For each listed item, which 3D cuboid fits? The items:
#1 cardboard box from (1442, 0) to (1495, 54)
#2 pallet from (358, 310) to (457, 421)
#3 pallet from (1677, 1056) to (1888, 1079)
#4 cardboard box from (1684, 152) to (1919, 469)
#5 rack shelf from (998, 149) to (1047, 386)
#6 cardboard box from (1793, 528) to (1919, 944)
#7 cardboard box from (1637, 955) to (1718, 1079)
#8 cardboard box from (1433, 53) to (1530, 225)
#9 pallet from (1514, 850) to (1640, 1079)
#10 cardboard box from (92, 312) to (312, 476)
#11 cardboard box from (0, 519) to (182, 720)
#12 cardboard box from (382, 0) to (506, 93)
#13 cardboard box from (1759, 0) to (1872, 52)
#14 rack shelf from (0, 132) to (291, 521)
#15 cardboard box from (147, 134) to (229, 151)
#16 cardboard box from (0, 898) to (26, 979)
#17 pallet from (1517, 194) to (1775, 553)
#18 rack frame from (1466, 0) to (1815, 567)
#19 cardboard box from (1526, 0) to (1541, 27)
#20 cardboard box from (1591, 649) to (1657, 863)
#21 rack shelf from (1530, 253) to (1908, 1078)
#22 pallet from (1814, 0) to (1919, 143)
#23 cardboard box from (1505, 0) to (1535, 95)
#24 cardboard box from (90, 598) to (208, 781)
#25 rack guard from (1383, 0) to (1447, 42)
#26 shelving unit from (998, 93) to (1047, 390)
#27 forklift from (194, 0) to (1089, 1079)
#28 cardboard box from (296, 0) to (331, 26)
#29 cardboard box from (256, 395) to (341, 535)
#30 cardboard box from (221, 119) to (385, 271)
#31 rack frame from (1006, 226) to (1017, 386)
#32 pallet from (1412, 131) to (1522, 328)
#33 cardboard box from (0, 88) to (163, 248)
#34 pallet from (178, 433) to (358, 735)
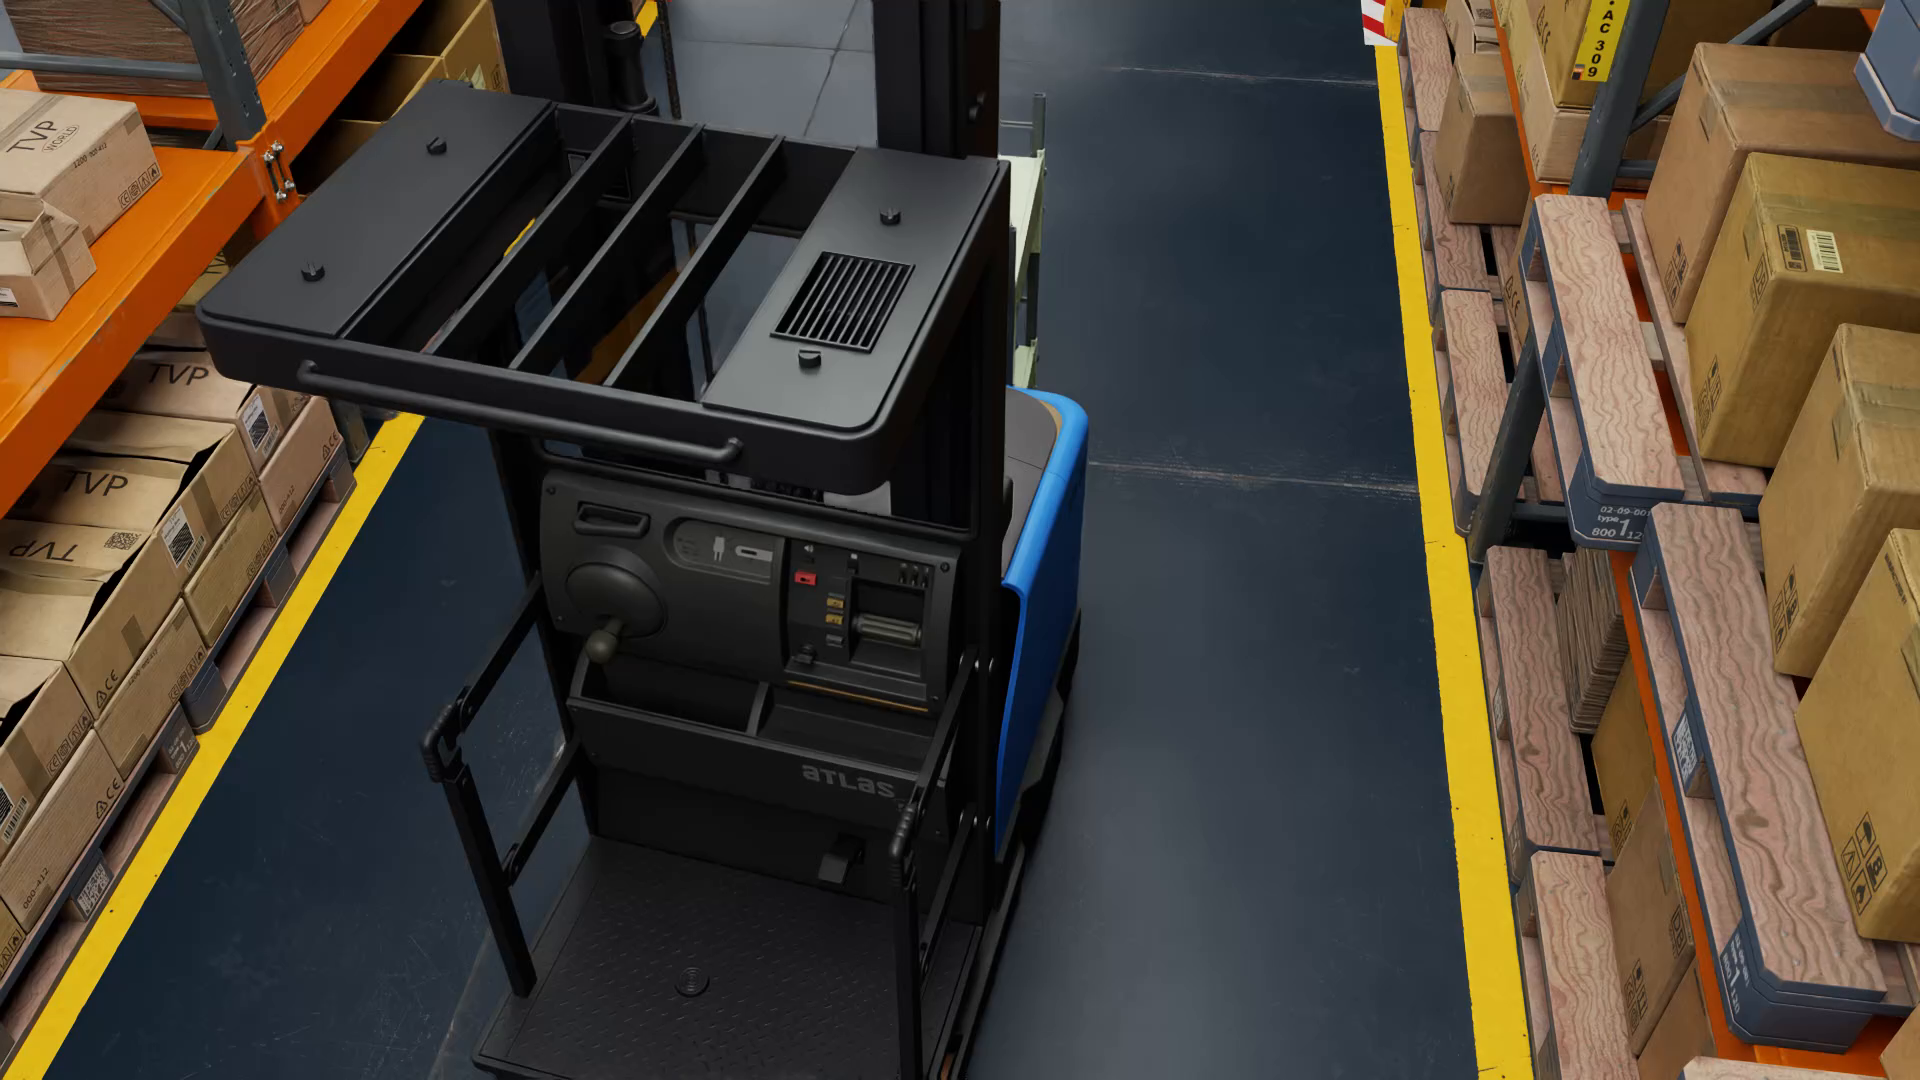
[{"bbox_3d":[2.586,-2.446,7.787,0.500,0.311,0.500,1,43,1],"label":"cardboard box"},{"bbox_3d":[-2.526,-0.973,6.624,1.003,0.211,1.213,5,44,6],"label":"pallet"},{"bbox_3d":[1.698,1.301,2.334,1.213,0.211,1.003,5,44,6],"label":"pallet"},{"bbox_3d":[2.056,-0.472,3.674,0.700,0.500,0.500,9,44,10],"label":"cardboard box"},{"bbox_3d":[0.005,-0.839,4.978,0.431,0.370,0.720,6,44,6],"label":"rack shelf"},{"bbox_3d":[1.904,0.358,2.798,0.700,0.500,0.500,5,44,6],"label":"cardboard box"},{"bbox_3d":[1.974,1.297,3.696,0.700,0.500,0.500,5,44,5],"label":"cardboard box"},{"bbox_3d":[2.364,-1.630,6.788,0.700,0.500,0.500,3,44,3],"label":"cardboard box"},{"bbox_3d":[1.978,1.377,4.142,1.003,0.211,1.213,5,44,6],"label":"pallet"},{"bbox_3d":[-2.442,-0.503,5.386,0.500,0.311,0.500,5,44,6],"label":"cardboard box"},{"bbox_3d":[-2.573,0.192,4.652,0.500,0.311,0.500,5,44,5],"label":"cardboard box"},{"bbox_3d":[-2.169,-1.843,6.664,0.500,0.500,0.500,5,44,6],"label":"cardboard box"},{"bbox_3d":[2.507,-1.526,4.729,0.500,0.500,0.500,4,44,5],"label":"cardboard box"},{"bbox_3d":[-2.937,0.177,3.905,1.077,0.370,4.000,5,44,6],"label":"rack shelf"},{"bbox_3d":[-2.750,-1.549,6.354,0.500,0.500,0.500,5,44,6],"label":"cardboard box"},{"bbox_3d":[-2.713,1.097,4.104,0.500,0.250,0.500,4,44,4],"label":"cardboard box"},{"bbox_3d":[1.993,-0.422,4.154,1.003,0.211,1.213,5,44,6],"label":"pallet"},{"bbox_3d":[2.238,-1.000,4.624,1.000,3.000,0.127,5,44,6],"label":"rack frame"},{"bbox_3d":[2.054,-1.916,5.141,0.500,0.500,0.500,5,44,5],"label":"cardboard box"},{"bbox_3d":[2.139,0.608,4.424,0.700,0.500,0.500,4,44,5],"label":"cardboard box"},{"bbox_3d":[1.974,0.625,3.432,1.077,0.370,4.000,5,44,6],"label":"rack shelf"},{"bbox_3d":[1.917,-0.902,2.476,1.213,0.211,1.003,5,44,6],"label":"pallet"},{"bbox_3d":[2.074,-1.642,5.397,0.500,0.250,0.500,5,44,6],"label":"cardboard box"},{"bbox_3d":[-2.576,0.401,4.839,0.500,0.250,0.500,6,44,6],"label":"cardboard box"},{"bbox_3d":[2.757,-2.766,8.308,1.175,0.500,0.348,5,44,6],"label":"rack guard"},{"bbox_3d":[0.005,-0.556,5.246,0.431,1.500,0.755,6,44,6],"label":"shelving unit"},{"bbox_3d":[-0.516,0.208,3.399,1.130,2.935,3.031,11,45,11],"label":"forklift"},{"bbox_3d":[-2.557,-2.147,5.763,0.700,0.500,0.500,5,44,5],"label":"cardboard box"},{"bbox_3d":[-2.440,-0.292,5.572,0.500,0.250,0.500,5,44,5],"label":"cardboard box"},{"bbox_3d":[-2.301,-1.161,5.944,0.500,0.500,0.500,5,44,6],"label":"cardboard box"},{"bbox_3d":[-0.047,-0.307,4.983,0.400,1.500,0.023,6,44,6],"label":"rack frame"},{"bbox_3d":[2.451,-1.282,6.950,1.003,0.211,1.213,5,44,6],"label":"pallet"},{"bbox_3d":[-2.694,-1.053,4.790,0.500,0.250,0.500,8,44,8],"label":"cardboard box"},{"bbox_3d":[-2.731,0.071,5.522,1.003,0.211,1.213,5,44,6],"label":"pallet"}]
